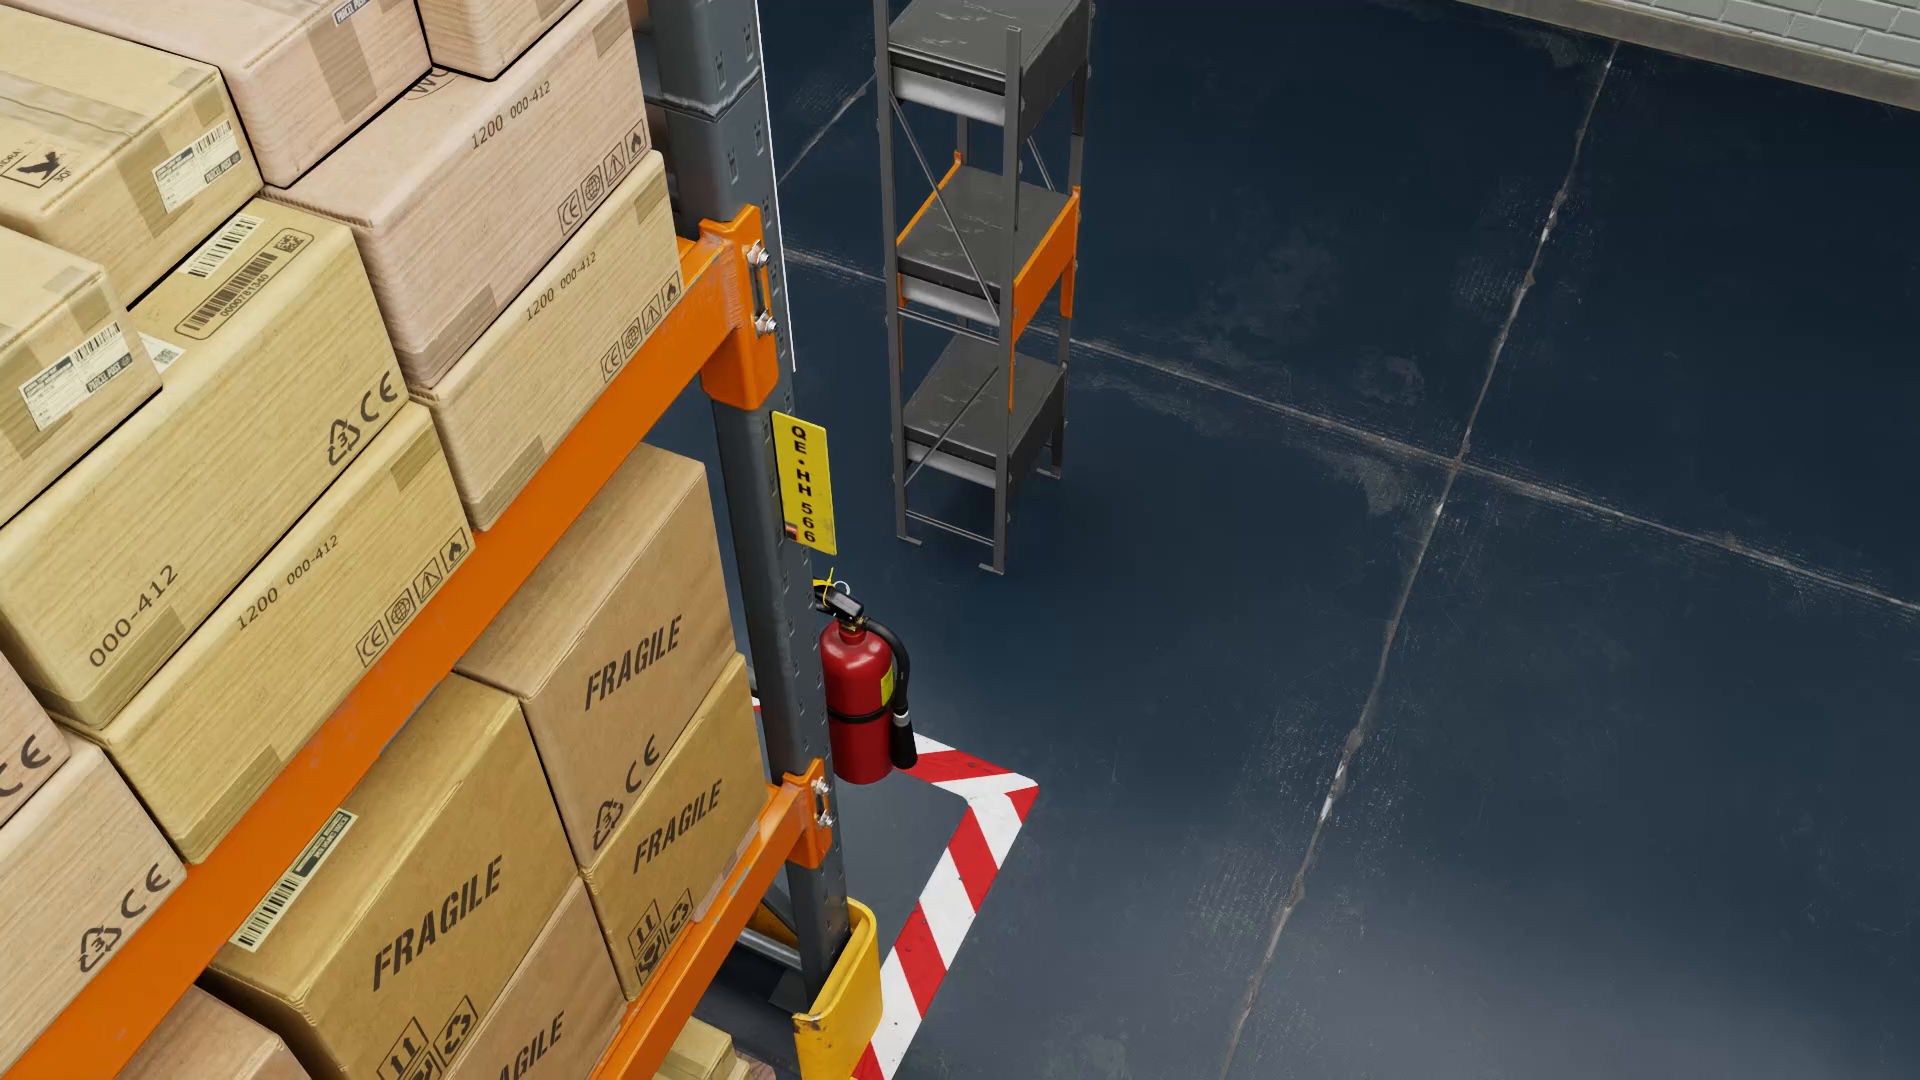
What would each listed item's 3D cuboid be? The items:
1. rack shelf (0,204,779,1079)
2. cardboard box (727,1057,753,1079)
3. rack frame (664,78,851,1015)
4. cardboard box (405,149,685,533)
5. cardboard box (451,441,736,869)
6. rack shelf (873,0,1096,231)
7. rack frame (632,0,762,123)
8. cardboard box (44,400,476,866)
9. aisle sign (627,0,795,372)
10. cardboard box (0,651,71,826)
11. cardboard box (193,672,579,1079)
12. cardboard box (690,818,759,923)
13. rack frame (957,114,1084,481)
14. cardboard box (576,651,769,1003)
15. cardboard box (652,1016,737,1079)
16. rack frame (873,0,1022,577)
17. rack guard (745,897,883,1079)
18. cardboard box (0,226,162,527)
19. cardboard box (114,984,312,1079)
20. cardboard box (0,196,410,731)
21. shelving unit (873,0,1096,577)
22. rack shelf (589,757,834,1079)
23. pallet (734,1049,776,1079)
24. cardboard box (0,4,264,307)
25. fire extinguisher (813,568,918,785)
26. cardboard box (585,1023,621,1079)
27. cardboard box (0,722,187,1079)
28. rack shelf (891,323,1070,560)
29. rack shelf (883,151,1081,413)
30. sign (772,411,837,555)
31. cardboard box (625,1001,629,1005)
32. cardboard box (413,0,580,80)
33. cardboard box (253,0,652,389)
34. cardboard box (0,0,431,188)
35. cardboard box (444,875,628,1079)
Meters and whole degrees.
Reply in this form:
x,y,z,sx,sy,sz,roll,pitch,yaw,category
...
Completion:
x,y,z,sx,sy,sz,roll,pitch,yaw,category
-1.617,0.827,1.579,1.077,0.370,4.000,20,52,16,rack shelf
-0.730,1.337,4.044,0.380,0.149,0.250,19,52,15,cardboard box
-0.762,0.189,3.619,1.000,3.000,0.127,20,52,16,rack frame
-0.717,-0.335,2.194,0.500,0.250,0.500,19,52,15,cardboard box
-0.733,0.132,2.750,0.500,0.500,0.500,19,52,15,cardboard box
0.071,-1.239,4.525,0.431,0.518,0.480,20,52,16,rack shelf
-0.762,-1.755,1.335,1.000,3.000,0.127,20,52,16,rack frame
-0.929,0.019,1.893,0.500,0.250,0.500,20,52,16,cardboard box
-0.460,-0.606,2.589,0.394,0.787,0.004,20,52,16,aisle sign
-1.168,0.208,1.404,0.500,0.250,0.500,21,53,17,cardboard box
-0.949,0.481,2.453,0.500,0.500,0.500,18,52,15,cardboard box
-0.646,0.587,3.446,0.380,0.149,0.250,20,52,16,cardboard box
0.175,-0.962,5.190,0.400,2.100,0.015,20,52,16,rack frame
-0.722,0.454,3.134,0.500,0.500,0.500,21,53,17,cardboard box
-0.759,1.231,3.938,0.380,0.149,0.250,20,53,16,cardboard box
-0.034,-0.626,4.904,0.400,2.100,0.015,20,52,16,rack frame
-0.795,1.052,4.527,1.175,0.500,0.348,20,52,16,rack guard
-0.956,-0.169,1.463,0.380,0.149,0.250,21,53,17,cardboard box
-1.163,0.842,2.146,0.500,0.500,0.500,22,53,18,cardboard box
-0.946,-0.144,1.703,0.500,0.250,0.500,19,52,15,cardboard box
0.071,-0.794,5.047,0.431,2.100,0.503,20,52,16,shelving unit
-1.617,1.800,2.722,1.077,0.370,4.000,20,52,16,rack shelf
-1.174,1.693,4.171,1.003,0.211,1.213,20,52,16,pallet
-0.941,-0.386,1.648,0.380,0.149,0.250,18,52,15,cardboard box
-0.237,0.312,3.811,0.296,0.674,0.183,20,52,16,fire extinguisher
-0.880,0.924,3.159,0.380,0.149,0.250,19,52,16,cardboard box
-1.153,0.356,1.607,0.500,0.250,0.500,22,53,18,cardboard box
0.071,-0.332,5.591,0.431,0.518,0.480,20,52,16,rack shelf
0.071,-0.786,5.058,0.431,0.518,0.480,20,52,16,rack shelf
-0.269,-0.094,2.893,0.100,0.325,0.005,20,52,16,sign
-0.786,0.746,3.311,0.380,0.149,0.250,20,52,16,cardboard box
-0.639,-0.701,1.916,0.380,0.149,0.250,19,52,16,cardboard box
-0.729,-0.496,2.003,0.500,0.250,0.500,18,52,15,cardboard box
-0.813,-0.556,1.793,0.380,0.149,0.250,20,53,17,cardboard box
-0.946,0.807,2.833,0.500,0.500,0.500,19,52,16,cardboard box
